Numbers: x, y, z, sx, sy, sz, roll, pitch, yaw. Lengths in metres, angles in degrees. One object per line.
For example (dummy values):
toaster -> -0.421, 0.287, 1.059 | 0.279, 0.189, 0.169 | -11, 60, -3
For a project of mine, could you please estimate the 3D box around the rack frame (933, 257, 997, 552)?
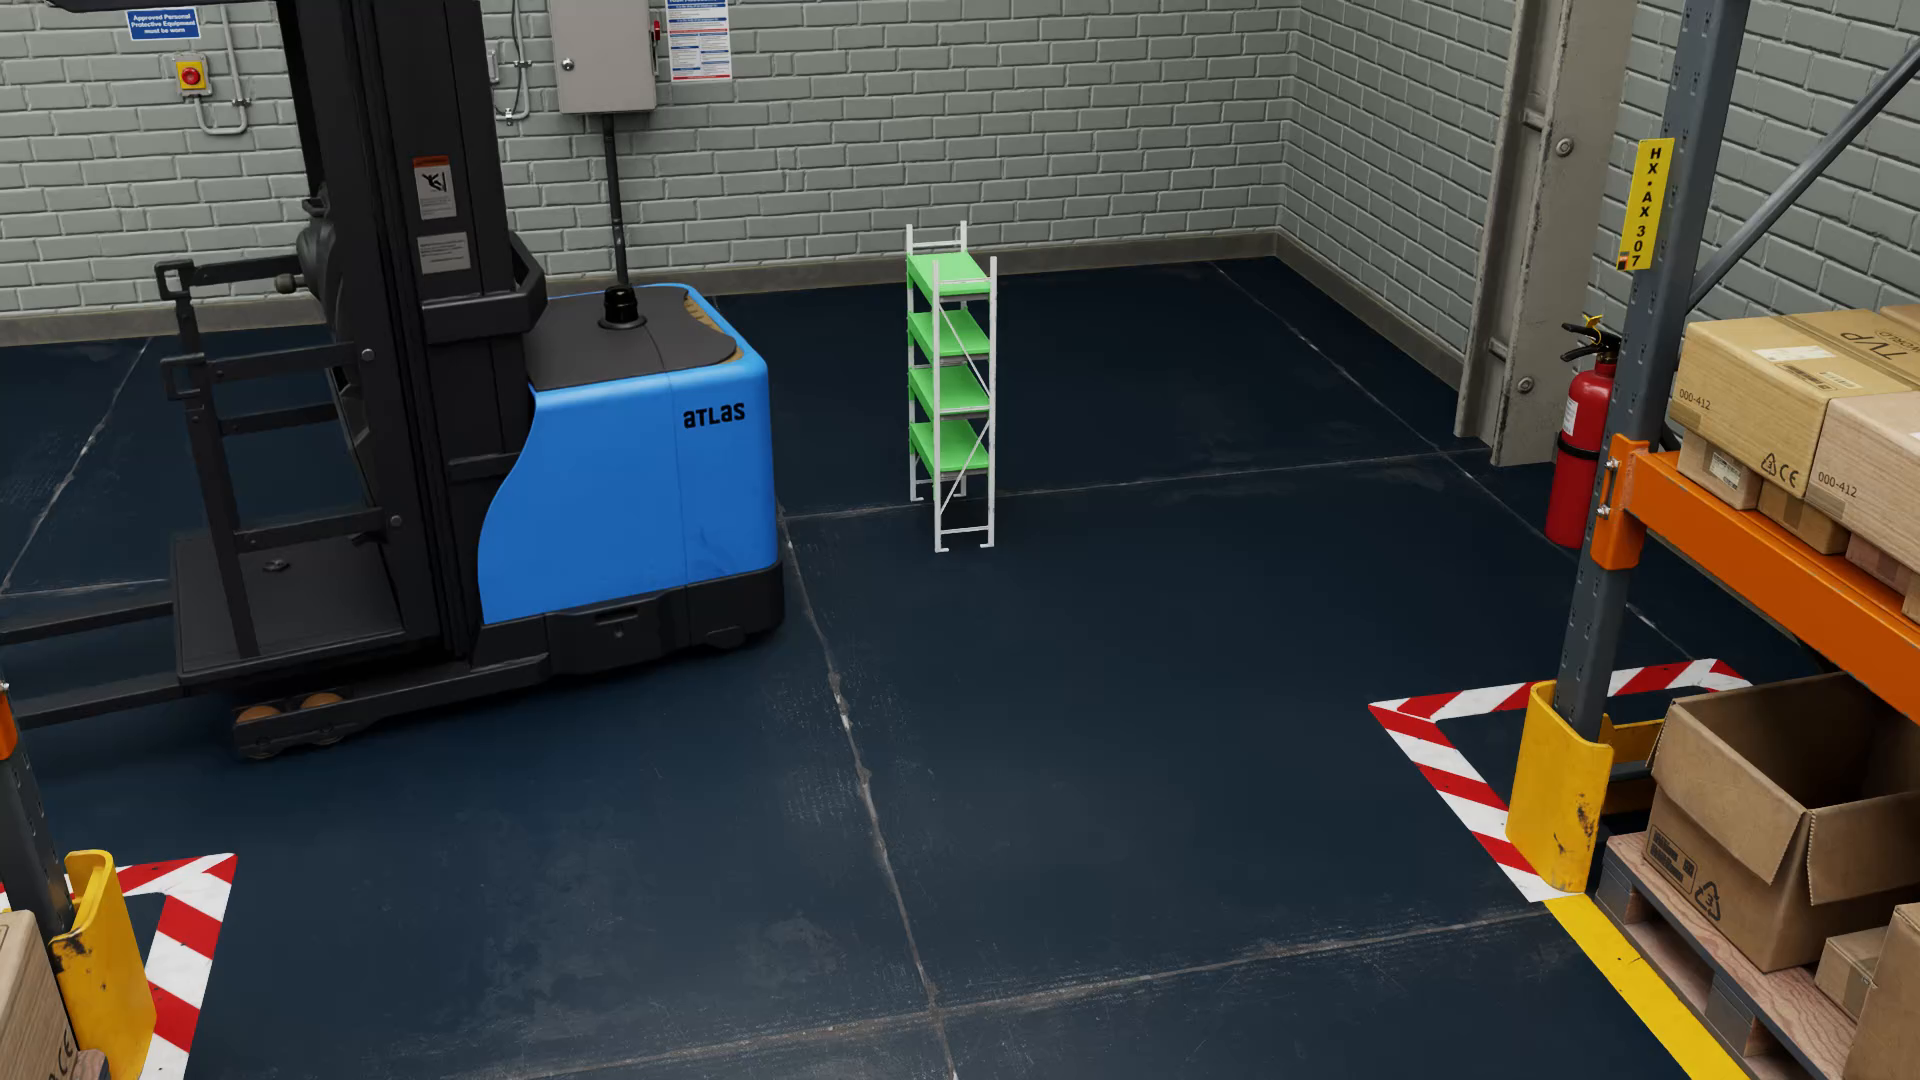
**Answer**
rack frame -> 0.018, -0.501, 6.411 | 0.240, 1.200, 0.015 | -6, 27, -12

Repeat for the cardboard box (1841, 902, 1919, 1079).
cardboard box -> 2.417, 1.094, 3.562 | 0.700, 0.500, 0.500 | -5, 27, -9

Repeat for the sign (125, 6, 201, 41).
sign -> -3.973, -2.602, 8.276 | 0.327, 0.218, 0.001 | -6, 27, -12

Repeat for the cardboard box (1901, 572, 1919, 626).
cardboard box -> 2.216, 0.128, 3.445 | 0.380, 0.149, 0.250 | -5, 27, -10

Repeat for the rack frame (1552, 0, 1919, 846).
rack frame -> 2.217, -0.492, 4.396 | 1.000, 3.000, 0.127 | -6, 27, -12

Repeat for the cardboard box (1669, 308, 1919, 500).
cardboard box -> 2.057, -0.331, 3.914 | 0.500, 0.250, 0.500 | -6, 27, -11

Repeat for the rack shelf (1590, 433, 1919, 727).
rack shelf -> 2.668, 0.707, 2.818 | 1.077, 0.370, 4.000 | -6, 27, -12

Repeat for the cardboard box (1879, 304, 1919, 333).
cardboard box -> 2.579, -0.383, 4.016 | 0.500, 0.250, 0.500 | -5, 27, -10

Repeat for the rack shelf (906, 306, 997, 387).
rack shelf -> -0.037, -0.766, 6.544 | 0.258, 0.148, 0.480 | -6, 27, -12

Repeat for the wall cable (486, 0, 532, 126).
wall cable -> -2.533, -3.062, 8.360 | 0.588, 1.984, 0.122 | -6, 27, -12

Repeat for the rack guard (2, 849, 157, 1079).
rack guard -> -2.624, 1.119, 3.978 | 1.175, 0.500, 0.348 | -6, 27, -12

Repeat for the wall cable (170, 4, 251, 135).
wall cable -> -3.912, -2.927, 8.057 | 0.585, 1.953, 0.123 | -6, 27, -12

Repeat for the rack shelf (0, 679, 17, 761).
rack shelf -> -2.168, 1.213, 1.816 | 1.077, 0.370, 4.000 | -6, 27, -12

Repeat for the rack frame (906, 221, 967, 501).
rack frame -> -0.092, -0.715, 6.836 | 0.240, 1.200, 0.015 | -6, 27, -12

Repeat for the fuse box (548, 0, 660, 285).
fuse box -> -1.832, -2.033, 8.879 | 0.539, 1.711, 0.414 | -6, 27, -12

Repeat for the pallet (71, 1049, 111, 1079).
pallet -> -2.362, 1.602, 3.342 | 1.003, 0.211, 1.213 | -6, 27, -12

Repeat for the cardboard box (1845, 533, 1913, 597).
cardboard box -> 2.219, 0.011, 3.678 | 0.380, 0.149, 0.250 | -6, 27, -12

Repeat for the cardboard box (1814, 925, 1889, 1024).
cardboard box -> 2.320, 1.062, 4.015 | 0.380, 0.149, 0.250 | -7, 28, -14

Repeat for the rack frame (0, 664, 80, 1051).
rack frame -> -2.618, 0.014, 3.394 | 1.000, 3.000, 0.127 | -6, 27, -12

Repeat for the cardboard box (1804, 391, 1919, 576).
cardboard box -> 2.170, -0.110, 3.475 | 0.500, 0.250, 0.500 | -6, 27, -11

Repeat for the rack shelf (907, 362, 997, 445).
rack shelf -> -0.037, -0.551, 6.652 | 0.258, 0.148, 0.480 | -6, 27, -12

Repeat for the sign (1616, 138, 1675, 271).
sign -> 1.688, -0.823, 4.091 | 0.100, 0.325, 0.005 | -6, 27, -12

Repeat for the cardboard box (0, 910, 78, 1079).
cardboard box -> -2.372, 1.250, 3.323 | 0.875, 0.438, 0.875 | -7, 28, -13

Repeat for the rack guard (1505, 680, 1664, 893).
rack guard -> 2.234, 0.657, 4.893 | 1.175, 0.500, 0.348 | -6, 27, -12

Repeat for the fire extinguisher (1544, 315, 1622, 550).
fire extinguisher -> 1.733, -0.309, 4.532 | 0.296, 0.674, 0.183 | -6, 27, -12

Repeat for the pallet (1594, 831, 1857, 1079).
pallet -> 2.415, 1.136, 4.265 | 1.003, 0.211, 1.213 | -6, 27, -12

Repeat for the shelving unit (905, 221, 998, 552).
shelving unit -> -0.037, -0.608, 6.624 | 0.258, 1.200, 0.503 | -6, 27, -12

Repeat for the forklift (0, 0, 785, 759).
forklift -> -2.196, -0.875, 5.232 | 3.031, 2.935, 1.130 | -11, 29, -21

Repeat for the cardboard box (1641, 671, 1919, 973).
cardboard box -> 2.262, 0.713, 4.312 | 0.797, 0.503, 0.637 | -7, 28, -14

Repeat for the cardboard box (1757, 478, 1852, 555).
cardboard box -> 2.126, -0.101, 3.899 | 0.380, 0.149, 0.250 | -5, 27, -10

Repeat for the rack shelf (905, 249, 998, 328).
rack shelf -> -0.037, -0.980, 6.436 | 0.258, 0.148, 0.480 | -6, 27, -12

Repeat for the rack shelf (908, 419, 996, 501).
rack shelf -> -0.037, -0.337, 6.761 | 0.258, 0.148, 0.480 | -6, 27, -12

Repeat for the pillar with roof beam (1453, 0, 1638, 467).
pillar with roof beam -> -1.707, -4.008, 4.704 | 9.100, 9.000, 0.400 | -6, 27, -12

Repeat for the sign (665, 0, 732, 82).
sign -> -1.398, -2.707, 8.890 | 0.329, 0.494, 0.001 | -6, 27, -12

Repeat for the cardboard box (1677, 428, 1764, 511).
cardboard box -> 2.024, -0.208, 4.111 | 0.380, 0.149, 0.250 | -6, 27, -12
